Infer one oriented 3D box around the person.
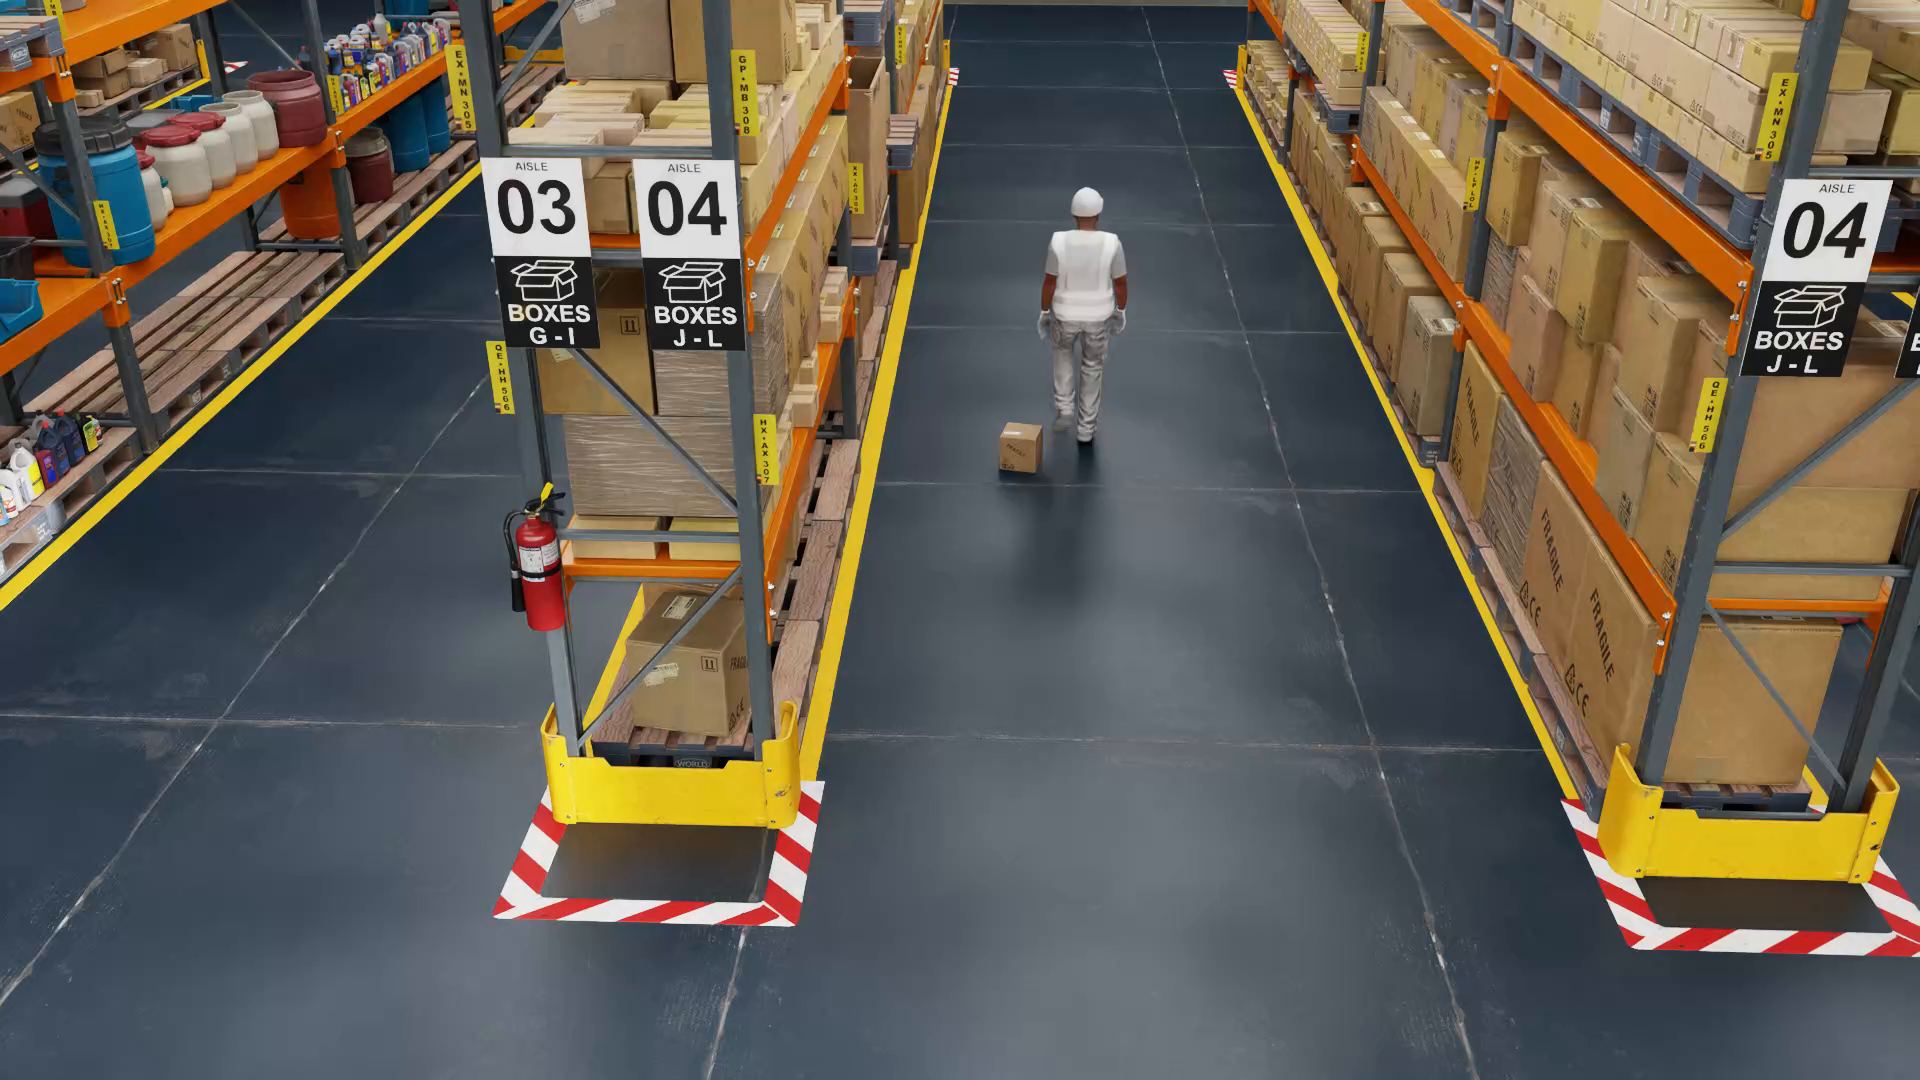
[{"bbox_3d":[0.858,-1.571,11.564,0.604,1.818,0.486,5,28,10],"label":"person"}]
